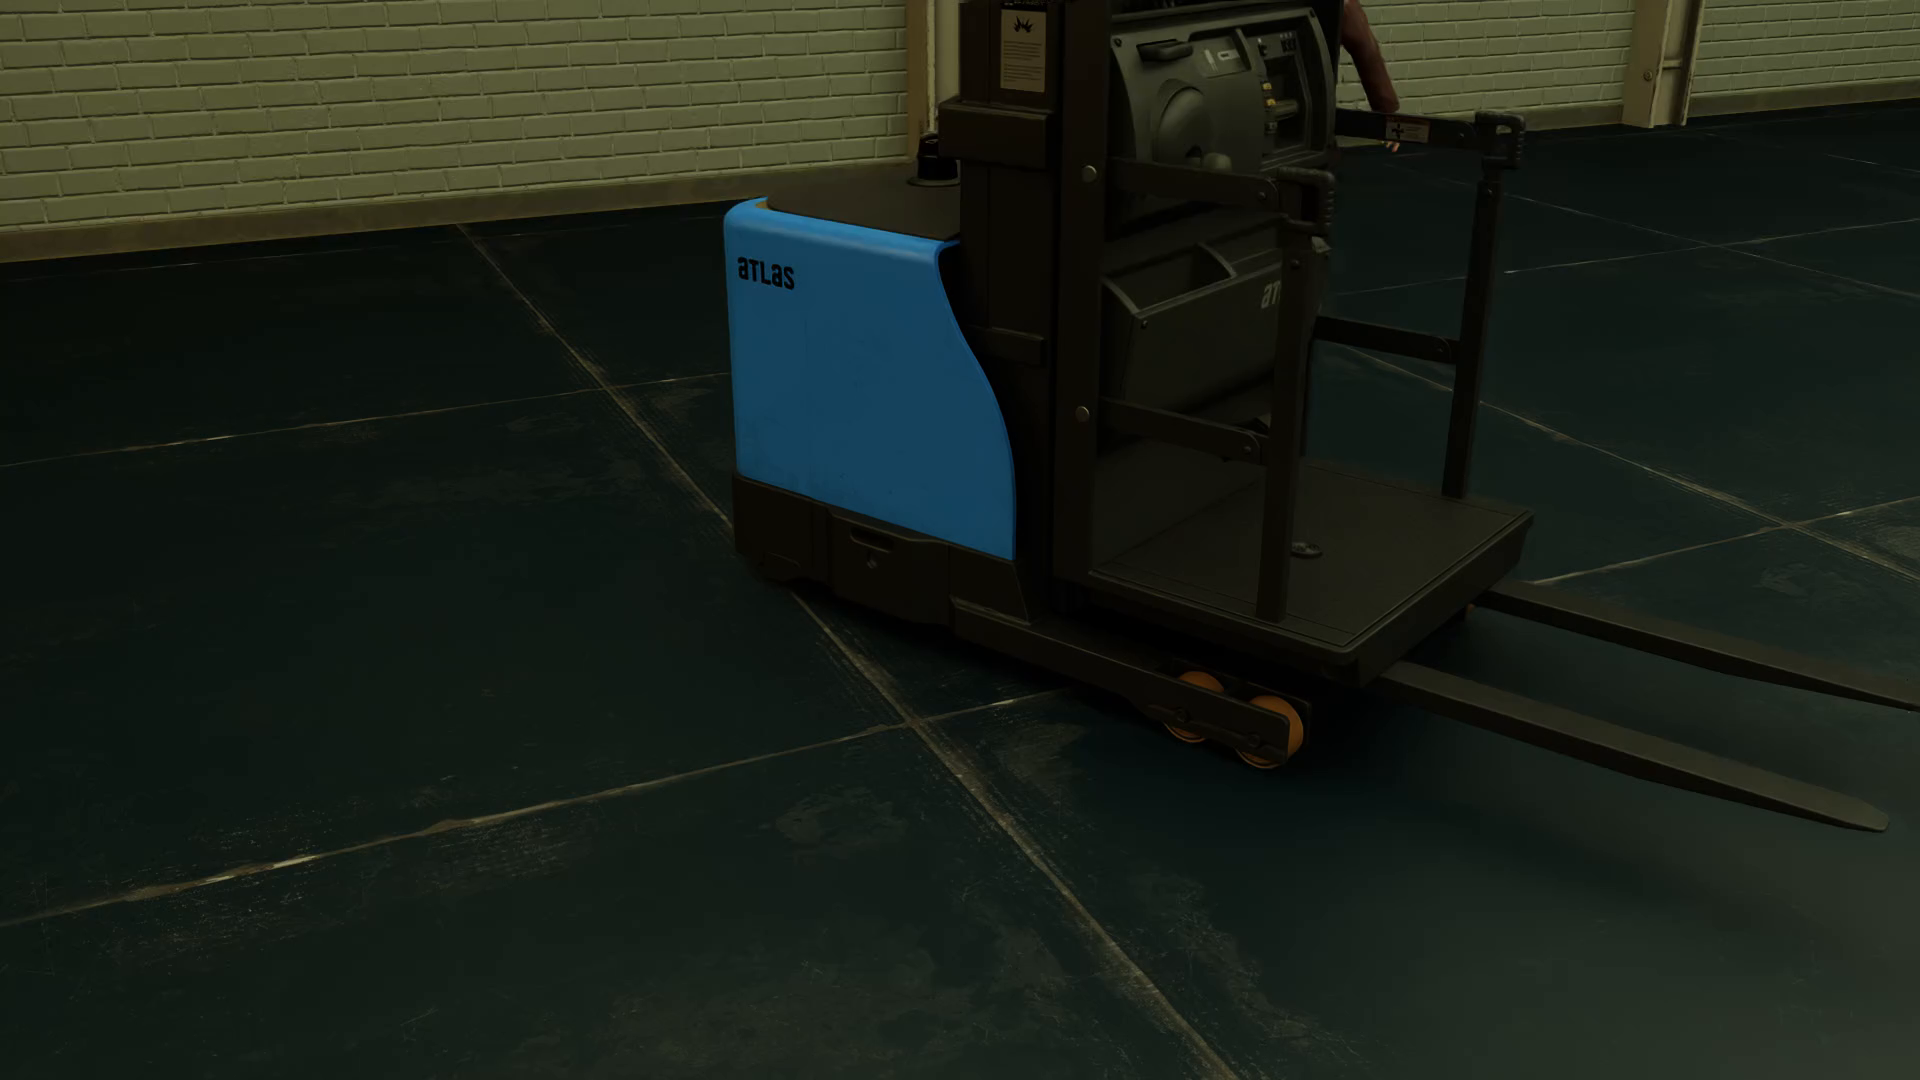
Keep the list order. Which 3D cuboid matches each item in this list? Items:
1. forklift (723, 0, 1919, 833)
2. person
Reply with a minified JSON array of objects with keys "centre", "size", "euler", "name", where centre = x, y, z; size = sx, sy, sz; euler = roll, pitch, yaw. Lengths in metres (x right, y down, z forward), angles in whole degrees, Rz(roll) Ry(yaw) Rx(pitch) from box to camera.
[{"centre":[0.804,-1.055,3.827],"size":[3.031,2.935,1.130],"euler":[17,28,36],"name":"forklift"},{"centre":[1.405,-1.799,7.228],"size":[1.025,1.808,0.640],"euler":[7,24,17],"name":"person"}]
